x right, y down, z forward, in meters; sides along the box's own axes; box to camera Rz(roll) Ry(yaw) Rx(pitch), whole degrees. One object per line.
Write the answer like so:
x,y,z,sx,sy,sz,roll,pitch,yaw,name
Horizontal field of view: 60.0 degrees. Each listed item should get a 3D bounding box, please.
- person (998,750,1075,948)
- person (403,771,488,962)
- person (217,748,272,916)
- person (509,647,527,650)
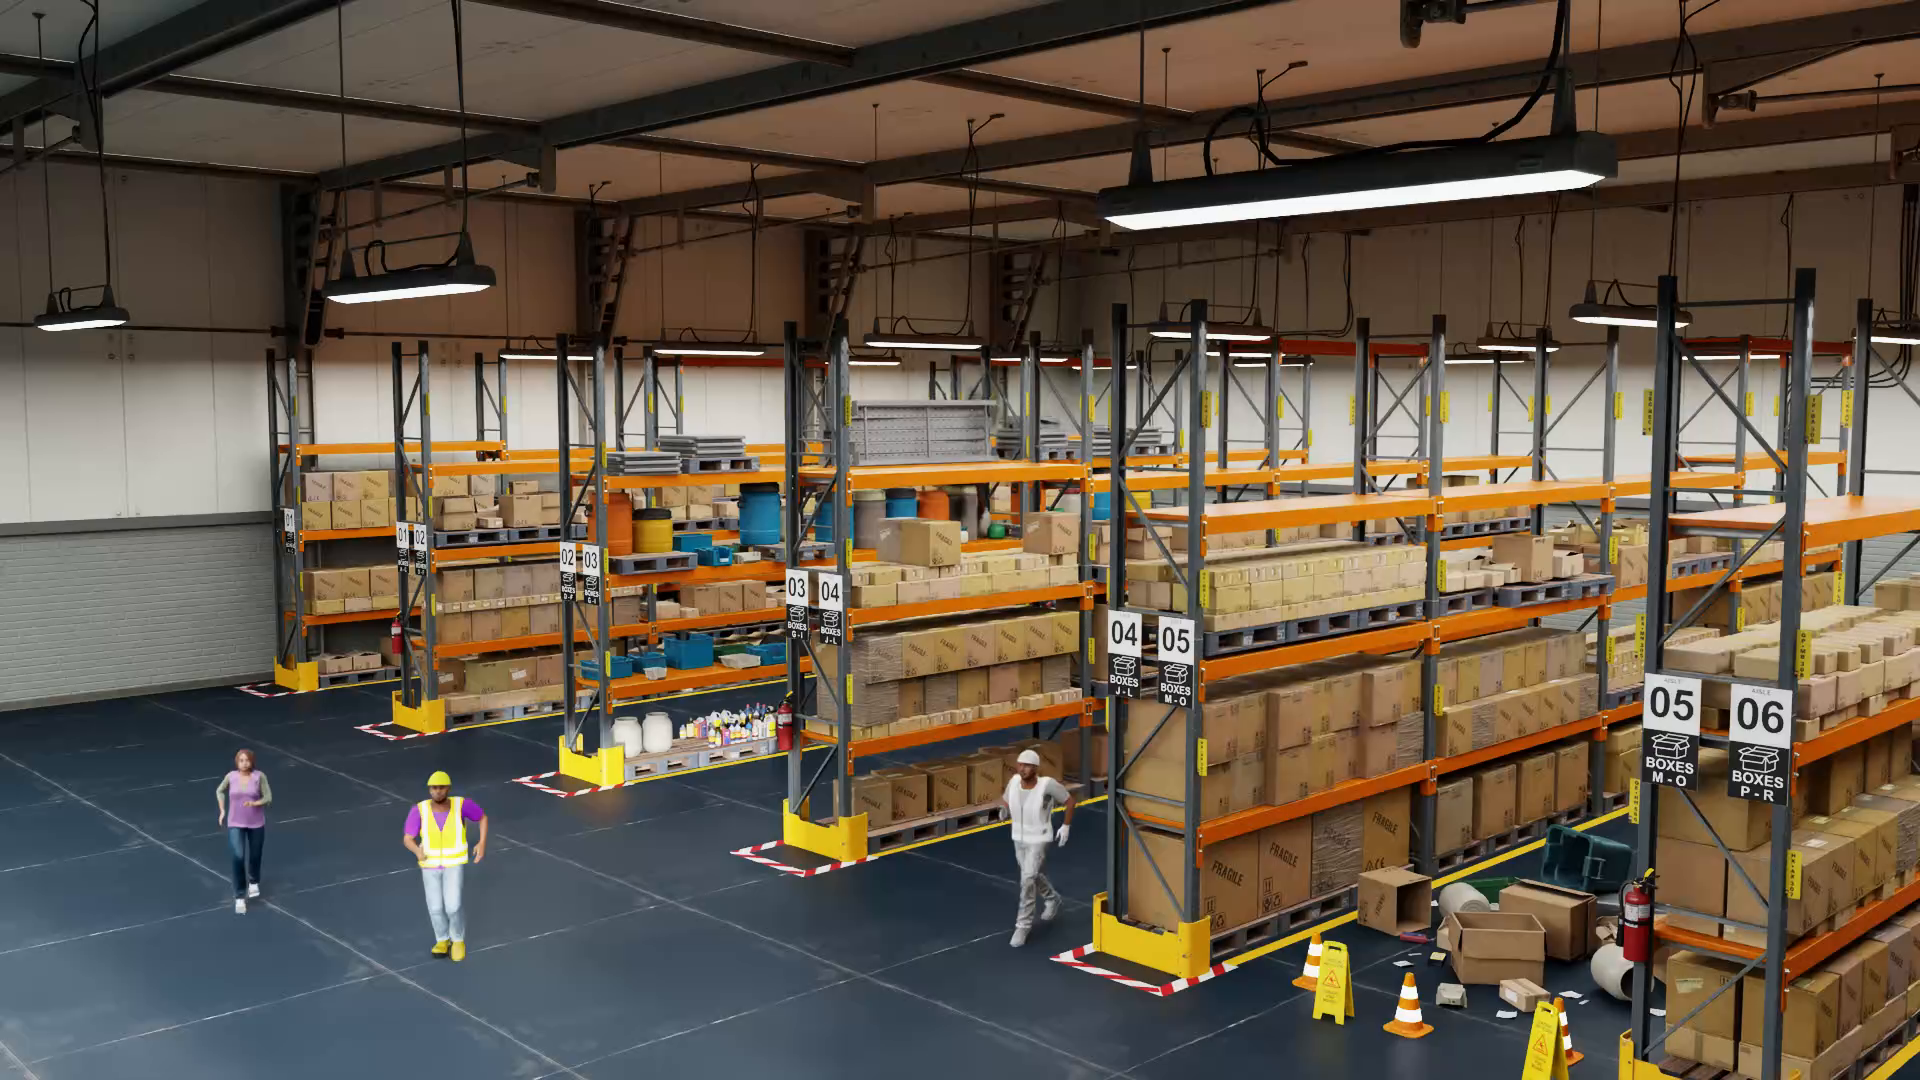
0.700,2.897,15.981,0.707,1.806,0.944,4,7,41,person
-4.698,2.991,15.172,0.724,1.789,0.695,-1,5,-10,person
-7.206,2.915,16.776,0.505,1.646,0.717,-2,5,-25,person
-7.647,1.795,29.015,0.657,1.721,0.612,4,7,42,person
